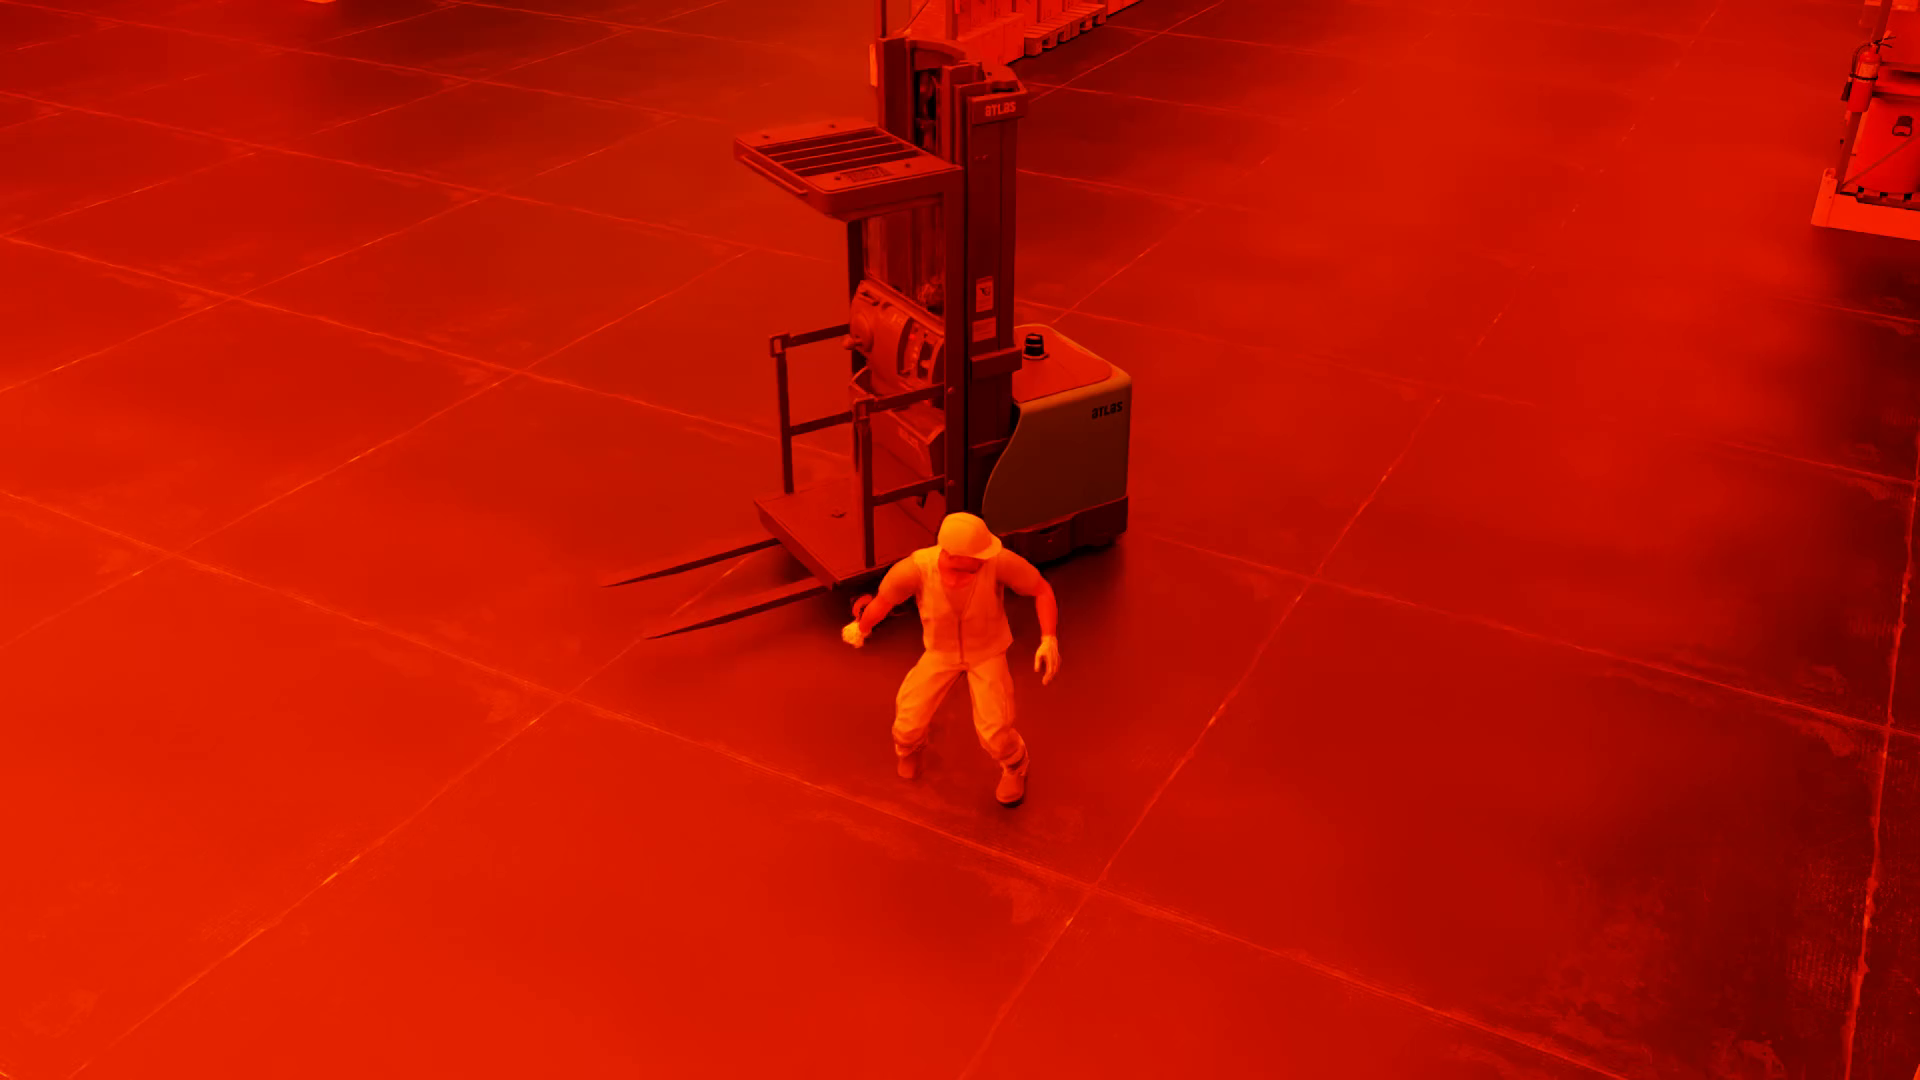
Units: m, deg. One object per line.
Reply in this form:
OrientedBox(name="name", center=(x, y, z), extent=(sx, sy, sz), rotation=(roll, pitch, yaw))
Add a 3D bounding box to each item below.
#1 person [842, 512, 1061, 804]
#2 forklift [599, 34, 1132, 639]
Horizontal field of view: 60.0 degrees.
OrientedBox(name="person", center=(-0.050, 0.531, 7.548), extent=(1.027, 1.656, 0.502), rotation=(3, 30, 5))
OrientedBox(name="forklift", center=(-0.526, -1.098, 8.973), extent=(3.031, 2.935, 1.130), rotation=(-17, 34, -27))
